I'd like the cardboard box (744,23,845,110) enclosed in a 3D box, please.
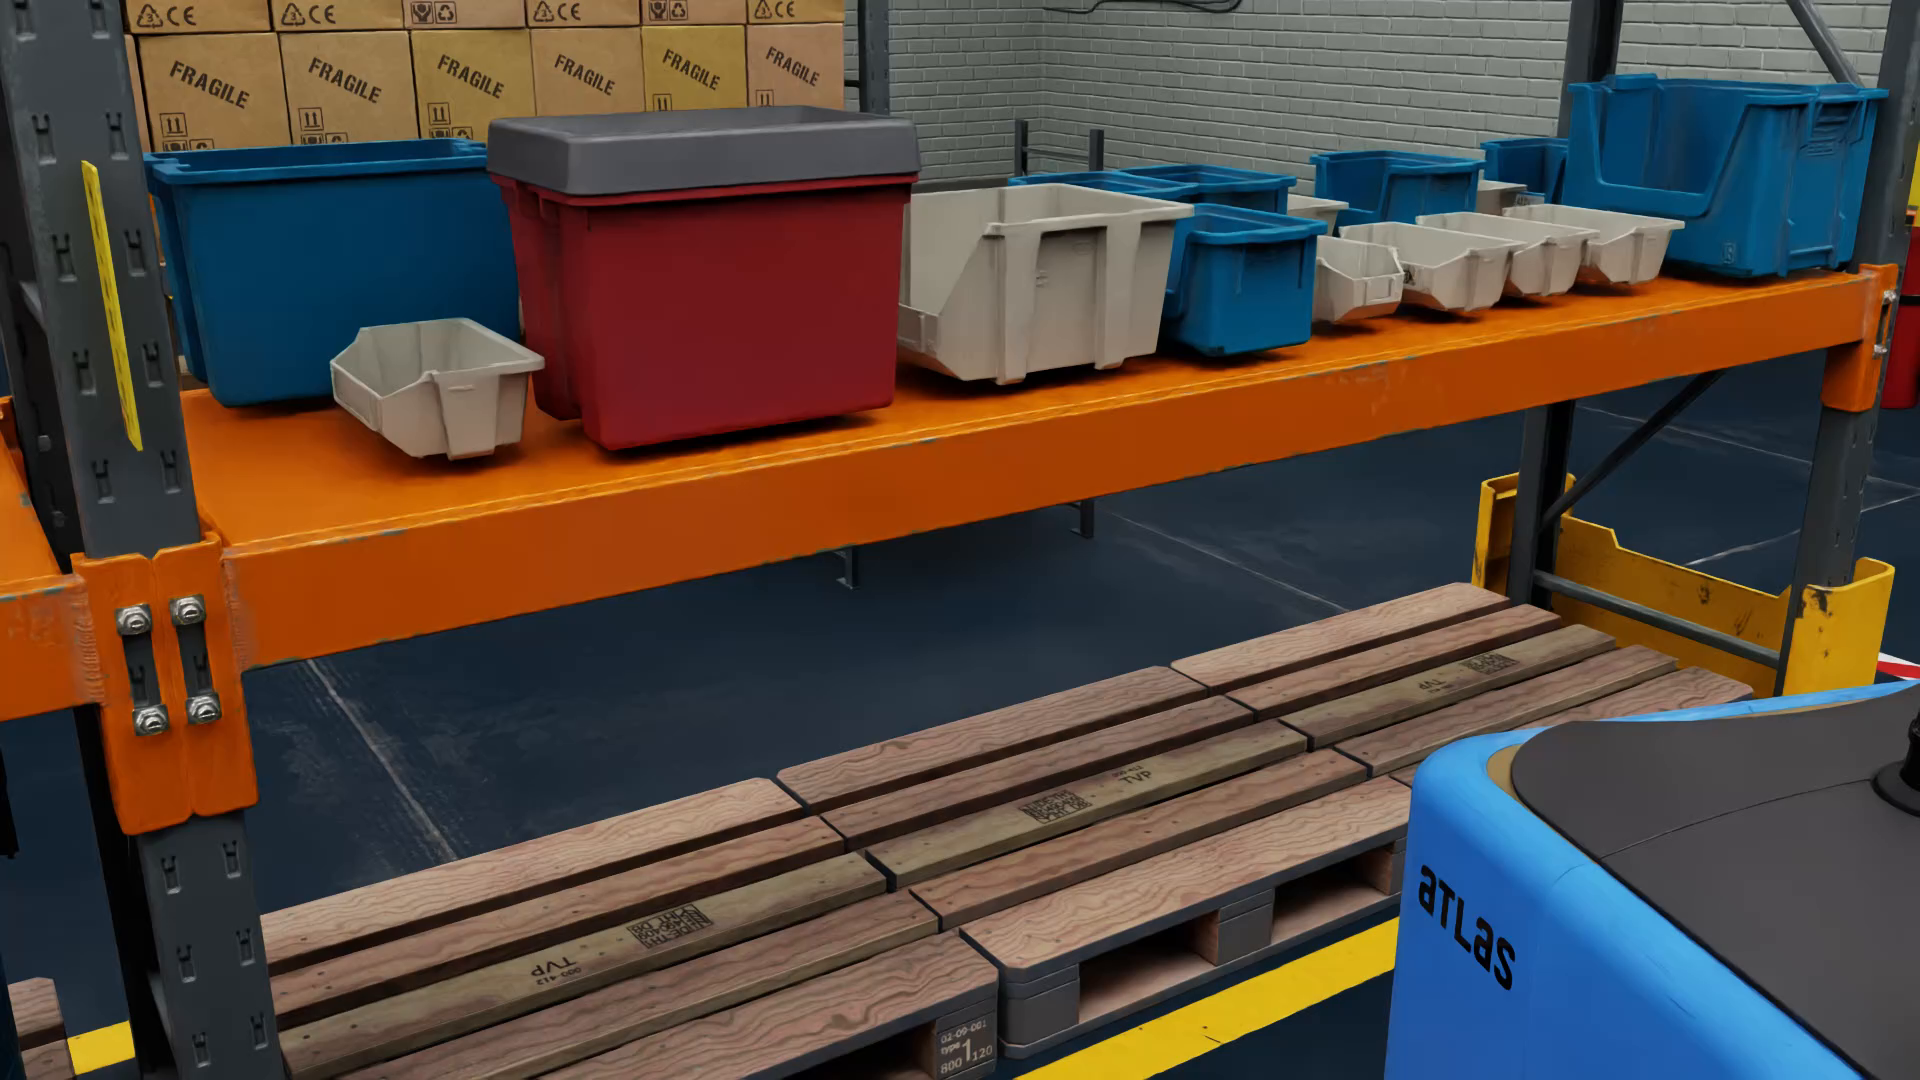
[{"bbox_3d":[-0.888,-2.212,7.947,0.500,0.500,0.500,-11,22,-30],"label":"cardboard box"}]

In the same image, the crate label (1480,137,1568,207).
[{"bbox_3d":[1.670,-0.984,4.640,0.303,0.233,0.416,-12,22,-31],"label":"crate label"}]

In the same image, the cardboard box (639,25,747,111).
[{"bbox_3d":[-1.319,-2.119,7.674,0.500,0.500,0.500,-12,22,-31],"label":"cardboard box"}]

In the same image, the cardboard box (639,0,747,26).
[{"bbox_3d":[-1.306,-2.596,7.522,0.500,0.500,0.500,-11,22,-30],"label":"cardboard box"}]

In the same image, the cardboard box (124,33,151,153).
[{"bbox_3d":[-3.429,-1.676,6.362,0.500,0.500,0.500,-11,22,-30],"label":"cardboard box"}]

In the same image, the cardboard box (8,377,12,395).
[{"bbox_3d":[-3.535,-0.562,6.736,0.500,0.311,0.500,-12,22,-31],"label":"cardboard box"}]

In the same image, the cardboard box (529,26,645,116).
[{"bbox_3d":[-1.739,-2.033,7.419,0.500,0.500,0.500,-12,22,-31],"label":"cardboard box"}]

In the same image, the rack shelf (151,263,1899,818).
[{"bbox_3d":[0.387,-0.297,3.564,4.000,0.370,1.077,-12,22,-31],"label":"rack shelf"}]

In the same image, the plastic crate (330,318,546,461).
[{"bbox_3d":[-0.816,-0.233,2.569,0.243,0.136,0.396,-12,22,-31],"label":"plastic crate"}]

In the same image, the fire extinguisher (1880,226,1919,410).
[{"bbox_3d":[2.433,-0.682,4.282,0.183,0.674,0.296,-12,22,-31],"label":"fire extinguisher"}]

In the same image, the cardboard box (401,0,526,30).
[{"bbox_3d":[-2.165,-2.413,6.981,0.500,0.500,0.500,-11,22,-30],"label":"cardboard box"}]

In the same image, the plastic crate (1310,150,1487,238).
[{"bbox_3d":[1.120,-0.868,4.297,0.300,0.233,0.416,-12,22,-31],"label":"plastic crate"}]

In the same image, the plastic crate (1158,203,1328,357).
[{"bbox_3d":[0.483,-0.509,3.235,0.300,0.233,0.416,-12,22,-31],"label":"plastic crate"}]

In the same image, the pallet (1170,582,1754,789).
[{"bbox_3d":[1.347,0.465,4.539,1.213,0.211,1.003,-12,22,-31],"label":"pallet"}]

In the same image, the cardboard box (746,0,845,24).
[{"bbox_3d":[-0.884,-2.685,7.786,0.500,0.500,0.500,-12,22,-32],"label":"cardboard box"}]

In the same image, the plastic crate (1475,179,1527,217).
[{"bbox_3d":[1.357,-0.904,4.554,0.298,0.136,0.250,-12,22,-31],"label":"plastic crate"}]

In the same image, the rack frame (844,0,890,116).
[{"bbox_3d":[-0.664,-2.316,8.412,0.127,3.000,1.000,-12,22,-31],"label":"rack frame"}]

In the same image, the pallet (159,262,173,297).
[{"bbox_3d":[-5.034,-1.944,11.666,1.213,0.211,1.003,-12,22,-31],"label":"pallet"}]

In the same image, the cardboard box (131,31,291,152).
[{"bbox_3d":[-3.003,-1.767,6.631,0.500,0.500,0.500,-11,22,-30],"label":"cardboard box"}]

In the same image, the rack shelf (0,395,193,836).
[{"bbox_3d":[-2.954,0.407,1.480,4.000,0.370,1.077,-12,22,-31],"label":"rack shelf"}]

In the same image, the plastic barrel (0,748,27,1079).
[{"bbox_3d":[-1.747,0.600,2.406,0.708,0.901,0.600,-12,22,-31],"label":"plastic barrel"}]

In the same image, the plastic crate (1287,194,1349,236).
[{"bbox_3d":[0.790,-0.785,4.200,0.298,0.136,0.250,-12,22,-31],"label":"plastic crate"}]

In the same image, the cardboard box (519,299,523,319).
[{"bbox_3d":[-2.109,-1.026,8.202,0.500,0.250,0.500,-12,22,-31],"label":"cardboard box"}]

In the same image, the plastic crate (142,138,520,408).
[{"bbox_3d":[-1.081,-0.480,2.913,0.575,0.384,0.392,-12,22,-31],"label":"plastic crate"}]

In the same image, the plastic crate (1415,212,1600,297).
[{"bbox_3d":[1.226,-0.655,3.816,0.243,0.136,0.396,-12,22,-31],"label":"plastic crate"}]

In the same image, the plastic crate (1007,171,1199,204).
[{"bbox_3d":[0.320,-0.699,3.798,0.300,0.233,0.416,-12,22,-31],"label":"plastic crate"}]

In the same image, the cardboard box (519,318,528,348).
[{"bbox_3d":[-1.792,-0.901,7.832,0.500,0.250,0.500,-12,22,-31],"label":"cardboard box"}]

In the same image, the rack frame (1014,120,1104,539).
[{"bbox_3d":[0.353,-0.785,6.225,0.032,1.500,0.500,-12,22,-31],"label":"rack frame"}]

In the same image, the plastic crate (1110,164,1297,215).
[{"bbox_3d":[0.571,-0.752,3.954,0.300,0.233,0.416,-12,22,-31],"label":"plastic crate"}]

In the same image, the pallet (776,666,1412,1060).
[{"bbox_3d":[0.329,0.679,3.907,1.213,0.211,1.003,-12,22,-31],"label":"pallet"}]

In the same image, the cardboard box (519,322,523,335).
[{"bbox_3d":[-2.438,-0.970,7.640,0.637,0.503,0.797,-12,22,-31],"label":"cardboard box"}]

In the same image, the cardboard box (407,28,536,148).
[{"bbox_3d":[-2.160,-1.944,7.156,0.500,0.500,0.500,-12,22,-32],"label":"cardboard box"}]

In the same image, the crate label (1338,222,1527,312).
[{"bbox_3d":[1.007,-0.599,3.651,0.243,0.136,0.396,-12,22,-31],"label":"crate label"}]

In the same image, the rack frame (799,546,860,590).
[{"bbox_3d":[-0.496,-0.606,5.695,0.032,1.500,0.500,-12,22,-31],"label":"rack frame"}]

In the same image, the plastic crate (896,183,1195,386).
[{"bbox_3d":[0.093,-0.478,3.066,0.530,0.282,0.437,-12,22,-31],"label":"plastic crate"}]

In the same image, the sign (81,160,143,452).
[{"bbox_3d":[-0.982,-0.270,1.926,0.005,0.325,0.100,-12,22,-31],"label":"sign"}]

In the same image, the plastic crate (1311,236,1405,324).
[{"bbox_3d":[0.770,-0.542,3.483,0.250,0.136,0.298,-12,22,-31],"label":"plastic crate"}]

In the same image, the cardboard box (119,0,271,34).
[{"bbox_3d":[-3.025,-2.231,6.444,0.500,0.500,0.500,-13,22,-33],"label":"cardboard box"}]

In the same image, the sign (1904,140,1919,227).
[{"bbox_3d":[2.374,-0.923,4.038,0.005,0.325,0.100,-12,22,-31],"label":"sign"}]

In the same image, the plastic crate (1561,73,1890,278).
[{"bbox_3d":[1.881,-0.927,4.153,0.499,0.435,0.616,-12,22,-31],"label":"plastic crate"}]

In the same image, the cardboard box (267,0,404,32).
[{"bbox_3d":[-2.596,-2.322,6.711,0.500,0.500,0.500,-13,22,-33],"label":"cardboard box"}]

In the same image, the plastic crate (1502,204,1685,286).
[{"bbox_3d":[1.476,-0.702,3.955,0.243,0.136,0.396,-12,22,-31],"label":"plastic crate"}]

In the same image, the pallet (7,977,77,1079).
[{"bbox_3d":[-1.951,1.160,2.484,1.213,0.211,1.003,-12,22,-31],"label":"pallet"}]

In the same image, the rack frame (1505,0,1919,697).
[{"bbox_3d":[2.057,-0.990,4.491,0.127,3.000,1.000,-12,22,-31],"label":"rack frame"}]

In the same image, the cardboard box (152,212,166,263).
[{"bbox_3d":[-5.630,-2.143,11.146,0.500,0.500,0.700,-12,22,-32],"label":"cardboard box"}]

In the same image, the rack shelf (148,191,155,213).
[{"bbox_3d":[-2.334,-1.623,7.485,4.000,0.370,1.077,-12,22,-31],"label":"rack shelf"}]

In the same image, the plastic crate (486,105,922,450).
[{"bbox_3d":[-0.400,-0.435,2.654,0.583,0.464,0.402,-12,22,-31],"label":"plastic crate"}]

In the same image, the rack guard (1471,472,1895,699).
[{"bbox_3d":[2.070,0.186,4.914,0.348,0.500,1.175,-12,22,-31],"label":"rack guard"}]

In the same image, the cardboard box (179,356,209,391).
[{"bbox_3d":[-3.404,-0.728,7.478,0.250,0.149,0.380,-12,22,-31],"label":"cardboard box"}]

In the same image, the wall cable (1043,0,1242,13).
[{"bbox_3d":[1.529,-5.912,14.530,0.112,2.526,3.097,-12,22,-31],"label":"wall cable"}]

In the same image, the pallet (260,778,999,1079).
[{"bbox_3d":[-0.690,0.895,3.267,1.213,0.211,1.003,-12,22,-31],"label":"pallet"}]

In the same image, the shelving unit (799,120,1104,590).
[{"bbox_3d":[-0.071,-0.695,5.960,1.048,1.500,0.538,-12,22,-31],"label":"shelving unit"}]

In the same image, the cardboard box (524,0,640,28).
[{"bbox_3d":[-1.736,-2.503,7.249,0.500,0.500,0.500,-11,22,-30],"label":"cardboard box"}]

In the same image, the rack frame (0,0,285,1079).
[{"bbox_3d":[-1.283,-0.286,2.407,0.127,3.000,1.000,-12,22,-31],"label":"rack frame"}]

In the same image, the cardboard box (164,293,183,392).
[{"bbox_3d":[-3.685,-0.812,7.179,0.500,0.500,0.500,-12,22,-31],"label":"cardboard box"}]

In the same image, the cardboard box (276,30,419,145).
[{"bbox_3d":[-2.584,-1.854,6.890,0.500,0.500,0.500,-12,22,-32],"label":"cardboard box"}]
